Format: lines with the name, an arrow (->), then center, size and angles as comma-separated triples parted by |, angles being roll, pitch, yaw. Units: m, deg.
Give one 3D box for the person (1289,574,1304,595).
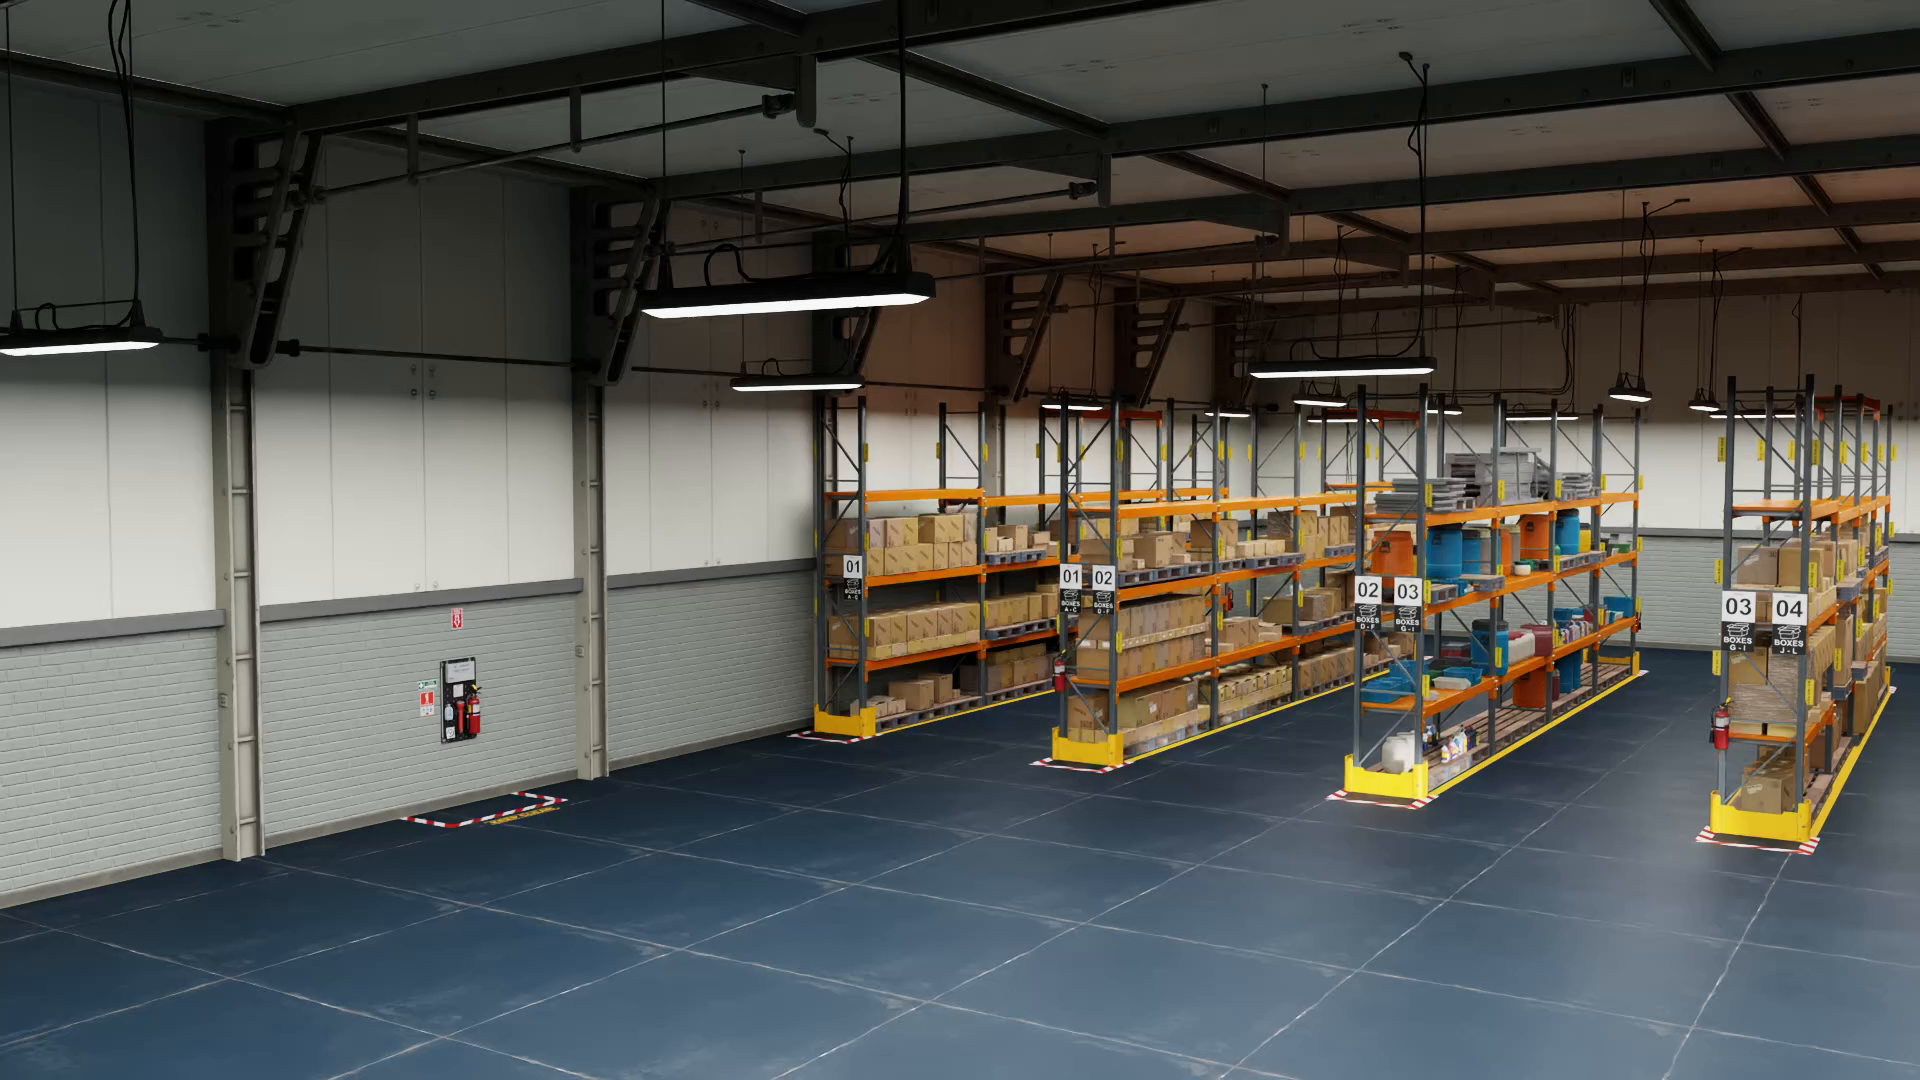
person -> 9.206, 1.765, 45.527 | 0.531, 1.678, 0.427 | -2, 4, -39
